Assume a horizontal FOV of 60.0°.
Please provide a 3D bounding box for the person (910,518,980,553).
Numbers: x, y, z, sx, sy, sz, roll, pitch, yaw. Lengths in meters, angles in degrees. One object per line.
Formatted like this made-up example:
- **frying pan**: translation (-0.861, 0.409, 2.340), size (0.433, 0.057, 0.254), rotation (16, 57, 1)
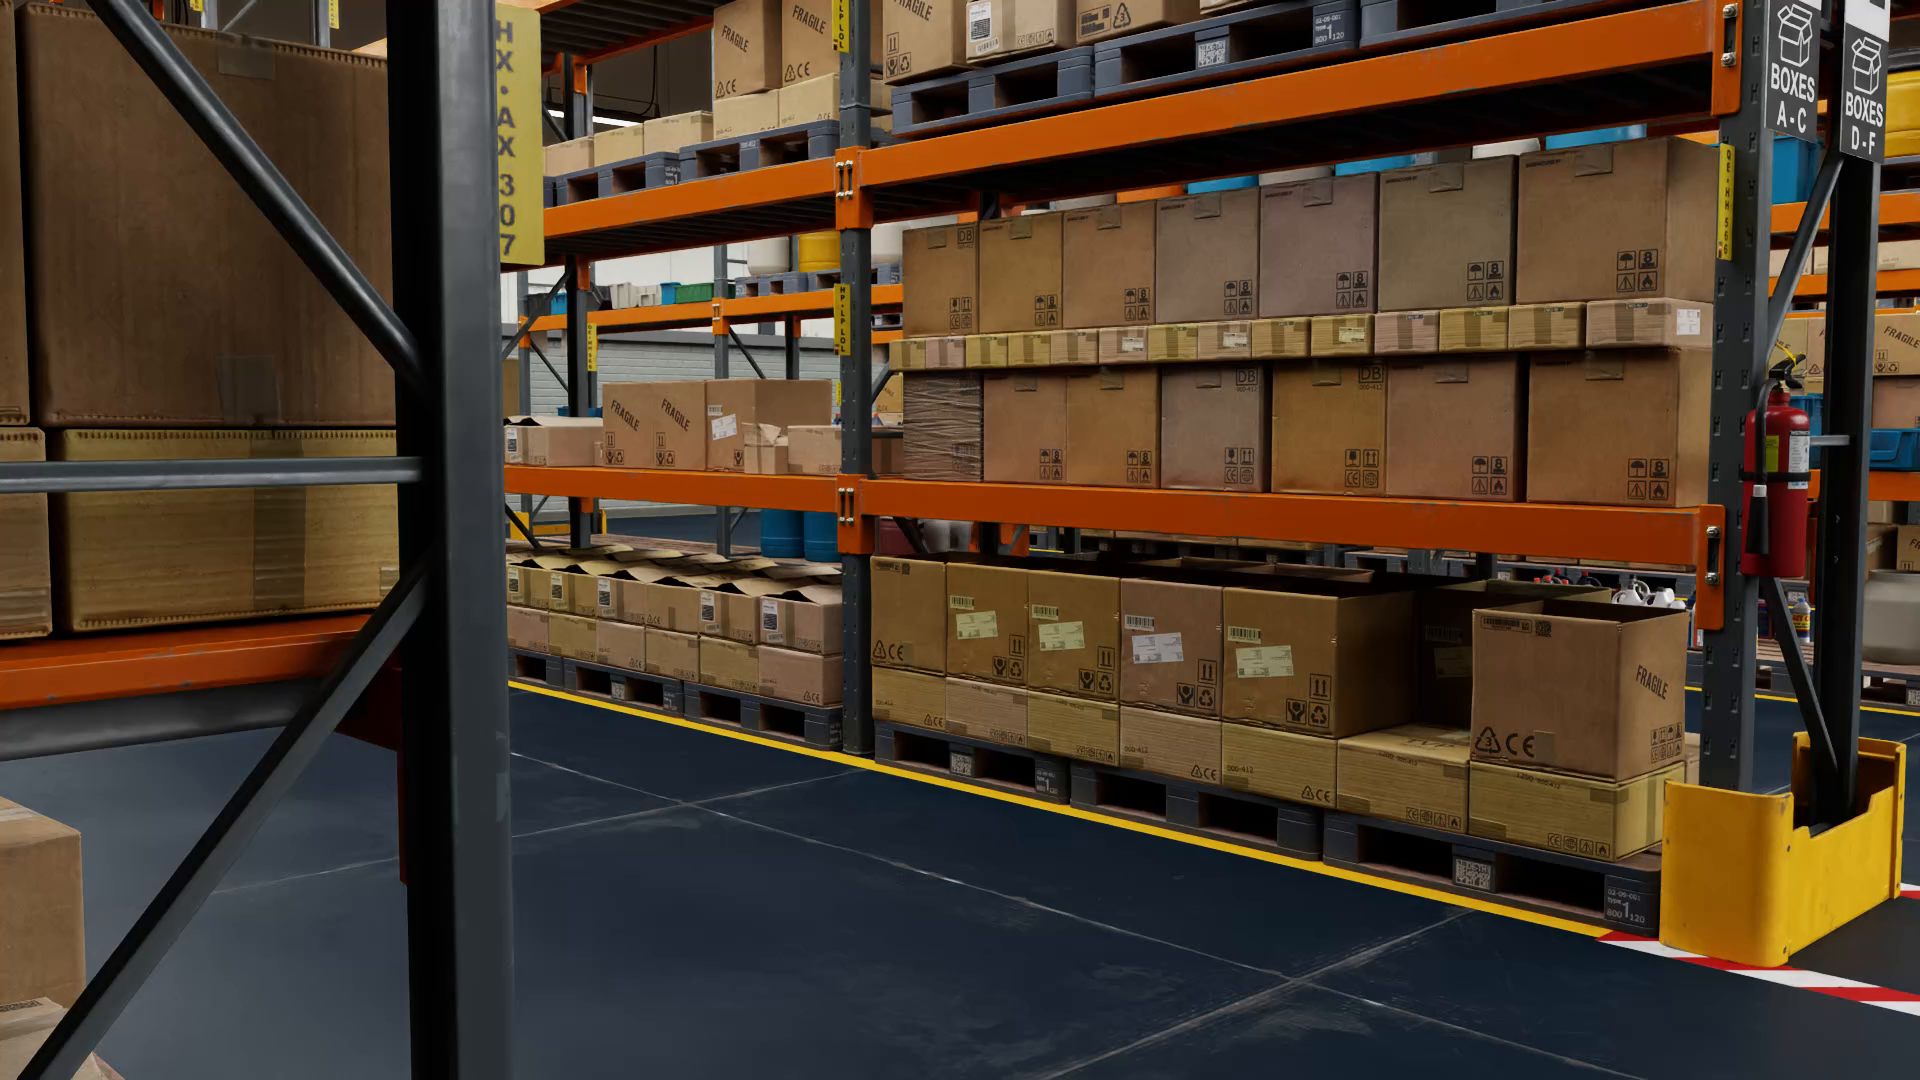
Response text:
- **person**: translation (-0.104, -0.101, 11.850), size (0.509, 1.640, 0.718), rotation (-1, 4, -12)
